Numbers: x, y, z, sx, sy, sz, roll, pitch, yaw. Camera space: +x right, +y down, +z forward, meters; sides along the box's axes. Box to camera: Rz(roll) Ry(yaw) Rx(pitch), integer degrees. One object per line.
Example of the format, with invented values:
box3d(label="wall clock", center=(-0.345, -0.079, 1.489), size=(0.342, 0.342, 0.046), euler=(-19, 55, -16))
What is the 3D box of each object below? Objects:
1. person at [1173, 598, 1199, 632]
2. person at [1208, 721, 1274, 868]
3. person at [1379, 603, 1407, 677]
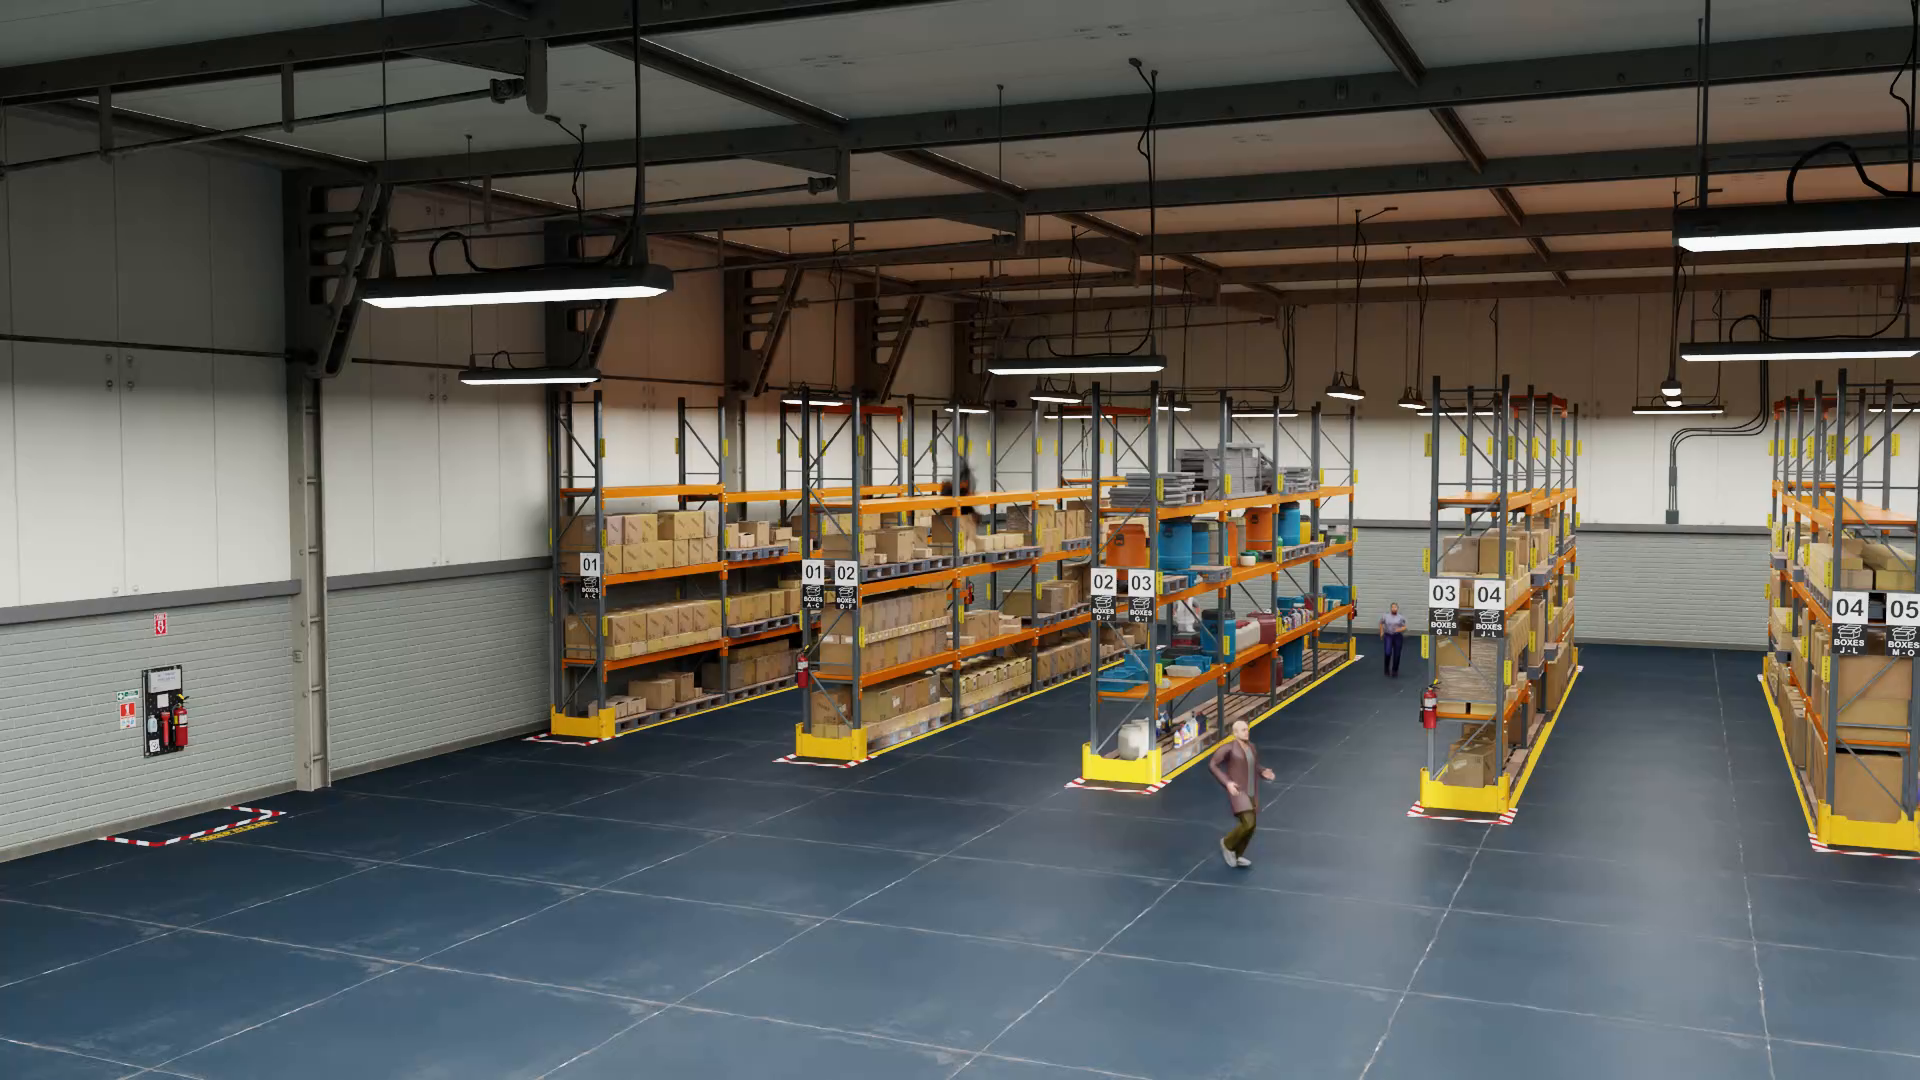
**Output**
box3d(label="person", center=(5.236, 1.973, 38.700), size=(0.630, 1.800, 0.969), euler=(1, 3, 12))
box3d(label="person", center=(3.392, 3.031, 19.754), size=(0.695, 1.745, 0.642), euler=(-2, 4, -38))
box3d(label="person", center=(9.451, 2.180, 36.308), size=(0.585, 1.626, 0.644), euler=(1, 3, 12))
